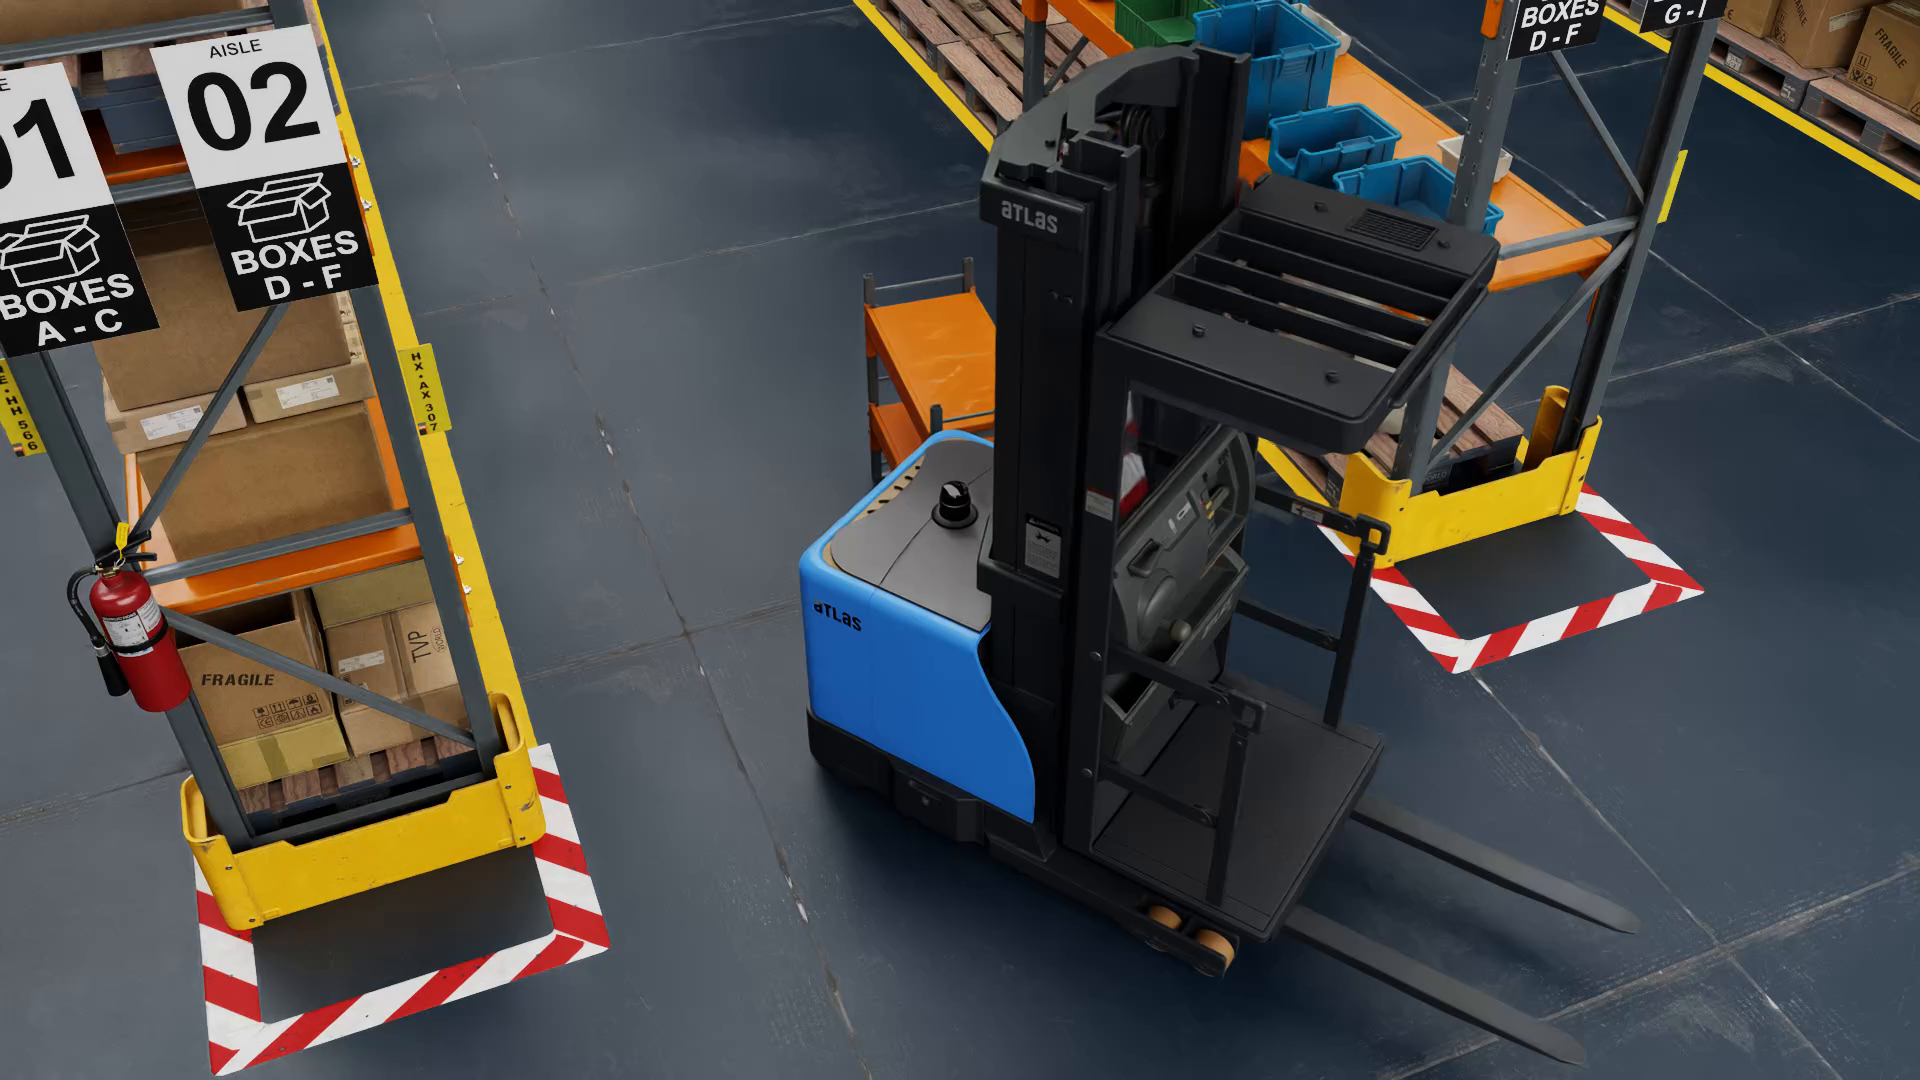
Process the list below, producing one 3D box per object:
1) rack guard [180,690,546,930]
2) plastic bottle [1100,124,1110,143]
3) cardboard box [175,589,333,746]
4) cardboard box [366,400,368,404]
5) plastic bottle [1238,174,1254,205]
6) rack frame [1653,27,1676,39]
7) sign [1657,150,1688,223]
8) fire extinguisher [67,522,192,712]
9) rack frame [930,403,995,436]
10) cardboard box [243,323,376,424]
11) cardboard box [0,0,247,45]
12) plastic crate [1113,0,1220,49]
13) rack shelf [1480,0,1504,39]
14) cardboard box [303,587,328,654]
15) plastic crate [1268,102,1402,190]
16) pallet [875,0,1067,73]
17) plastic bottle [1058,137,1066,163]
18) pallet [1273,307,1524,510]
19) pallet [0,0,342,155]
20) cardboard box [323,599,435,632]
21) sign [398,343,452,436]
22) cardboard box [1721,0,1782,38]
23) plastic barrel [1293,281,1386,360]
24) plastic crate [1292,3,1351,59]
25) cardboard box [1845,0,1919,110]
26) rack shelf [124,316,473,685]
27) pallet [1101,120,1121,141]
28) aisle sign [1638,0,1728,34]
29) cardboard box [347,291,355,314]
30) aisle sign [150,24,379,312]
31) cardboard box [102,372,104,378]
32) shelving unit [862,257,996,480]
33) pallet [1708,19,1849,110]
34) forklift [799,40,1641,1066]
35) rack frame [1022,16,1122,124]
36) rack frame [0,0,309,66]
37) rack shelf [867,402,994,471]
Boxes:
[{"bbox_3d":[-2.173,0.989,6.135,1.175,0.500,0.348,-15,43,-17],"label":"rack guard"},{"bbox_3d":[0.829,-2.291,9.778,0.061,0.283,0.133,-15,43,-17],"label":"plastic bottle"},{"bbox_3d":[-2.662,0.377,6.141,0.500,0.500,0.500,-15,43,-17],"label":"cardboard box"},{"bbox_3d":[-2.554,-0.611,6.002,0.700,0.500,0.500,-14,43,-16],"label":"cardboard box"},{"bbox_3d":[1.634,-2.025,9.475,0.152,0.276,0.135,-14,43,-16],"label":"plastic bottle"},{"bbox_3d":[5.441,-4.852,11.010,1.000,3.000,0.127,-15,43,-17],"label":"rack frame"},{"bbox_3d":[2.906,-1.446,6.838,0.100,0.325,0.005,-15,43,-17],"label":"sign"},{"bbox_3d":[-2.566,0.243,5.145,0.296,0.674,0.183,-15,43,-17],"label":"fire extinguisher"},{"bbox_3d":[0.125,-0.145,6.974,0.500,1.125,0.032,-12,42,-13],"label":"rack frame"},{"bbox_3d":[-2.133,-0.547,5.430,0.380,0.149,0.250,-15,43,-17],"label":"cardboard box"},{"bbox_3d":[-2.398,-1.709,4.547,0.797,0.503,0.637,-12,42,-14],"label":"cardboard box"},{"bbox_3d":[1.124,-2.648,8.610,0.450,0.188,0.662,-15,43,-17],"label":"plastic crate"},{"bbox_3d":[1.631,-3.276,7.429,1.077,0.370,4.000,-15,43,-17],"label":"rack shelf"},{"bbox_3d":[-2.863,0.362,6.733,0.500,0.250,0.500,-15,43,-17],"label":"cardboard box"},{"bbox_3d":[1.685,-1.770,7.540,0.499,0.251,0.408,-15,43,-17],"label":"plastic crate"},{"bbox_3d":[0.058,-3.759,11.878,1.003,0.211,1.213,-15,43,-17],"label":"pallet"},{"bbox_3d":[0.621,-2.360,9.921,0.097,0.201,0.097,0,41,0],"label":"plastic bottle"},{"bbox_3d":[2.017,-0.674,8.291,1.003,0.211,1.213,-15,43,-17],"label":"pallet"},{"bbox_3d":[-2.429,-1.510,4.891,1.003,0.211,1.213,-15,43,-17],"label":"pallet"},{"bbox_3d":[-2.376,0.231,6.886,0.500,0.250,0.500,-15,43,-17],"label":"cardboard box"},{"bbox_3d":[-1.667,-0.466,5.186,0.100,0.325,0.005,-15,43,-17],"label":"sign"},{"bbox_3d":[5.557,-3.813,11.397,0.500,0.500,0.500,-16,43,-18],"label":"cardboard box"},{"bbox_3d":[1.882,-1.102,8.236,0.421,0.512,0.421,0,41,0],"label":"plastic barrel"},{"bbox_3d":[1.721,-2.601,8.596,0.530,0.136,0.437,-15,43,-17],"label":"plastic crate"},{"bbox_3d":[6.094,-3.115,10.586,0.500,0.500,0.500,-19,44,-21],"label":"cardboard box"},{"bbox_3d":[-2.947,-0.905,6.973,1.077,0.370,4.000,-15,43,-17],"label":"rack shelf"},{"bbox_3d":[1.084,-2.144,10.000,1.003,0.211,1.213,-15,43,-17],"label":"pallet"},{"bbox_3d":[2.694,-2.222,5.958,0.394,0.787,0.004,-15,43,-17],"label":"aisle sign"},{"bbox_3d":[-2.331,-0.856,5.790,0.380,0.149,0.250,-15,43,-17],"label":"cardboard box"},{"bbox_3d":[-1.874,-0.996,4.532,0.394,0.787,0.004,-15,43,-17],"label":"aisle sign"},{"bbox_3d":[-2.606,-0.597,5.488,0.380,0.149,0.250,-14,43,-16],"label":"cardboard box"},{"bbox_3d":[-0.029,-0.461,7.341,0.538,1.125,1.048,-12,42,-13],"label":"shelving unit"},{"bbox_3d":[5.731,-3.399,11.459,1.003,0.211,1.213,-15,43,-17],"label":"pallet"},{"bbox_3d":[0.917,0.030,5.385,3.031,2.935,1.130,23,46,24],"label":"forklift"},{"bbox_3d":[0.865,-3.616,9.574,1.000,3.000,0.127,-15,43,-17],"label":"rack frame"},{"bbox_3d":[-2.182,-2.248,3.381,1.000,3.000,0.127,-15,43,-17],"label":"rack frame"},{"bbox_3d":[-0.029,-0.275,7.501,0.538,0.278,1.000,-12,42,-13],"label":"rack shelf"}]
